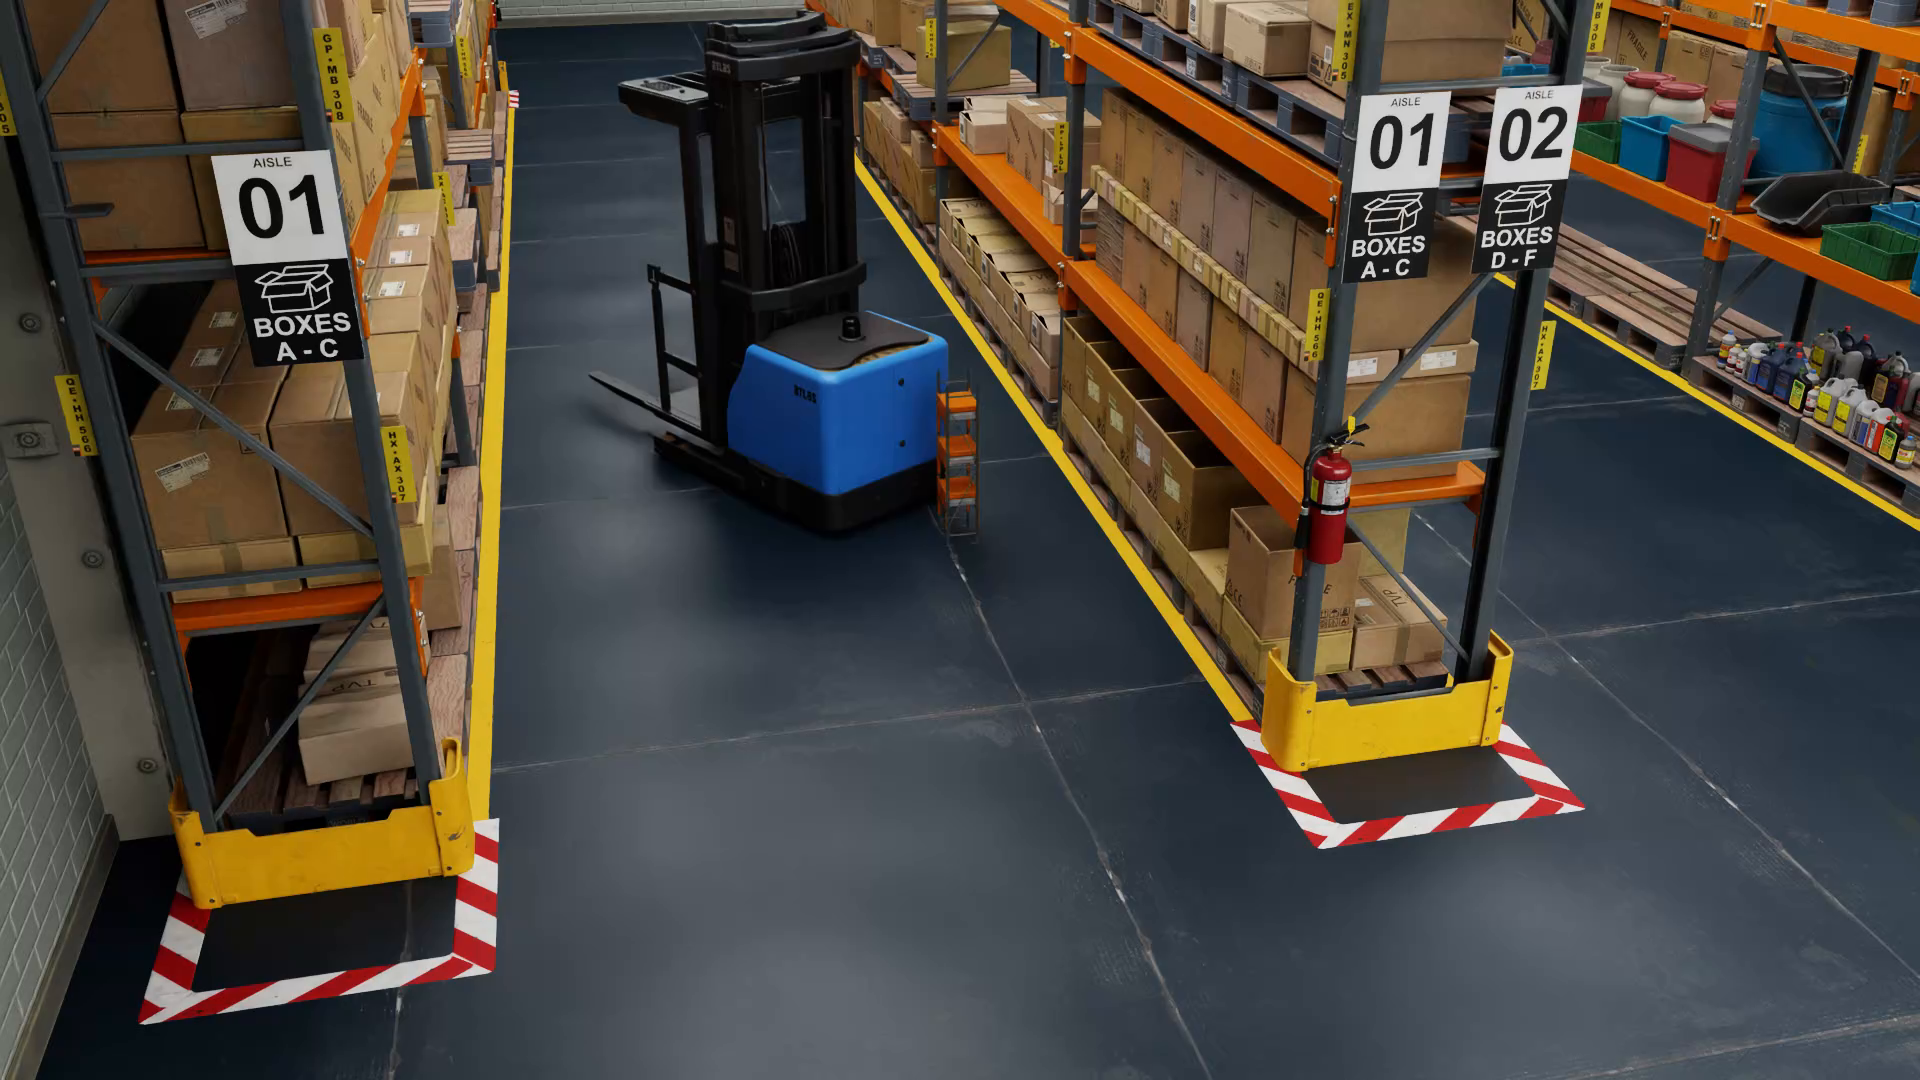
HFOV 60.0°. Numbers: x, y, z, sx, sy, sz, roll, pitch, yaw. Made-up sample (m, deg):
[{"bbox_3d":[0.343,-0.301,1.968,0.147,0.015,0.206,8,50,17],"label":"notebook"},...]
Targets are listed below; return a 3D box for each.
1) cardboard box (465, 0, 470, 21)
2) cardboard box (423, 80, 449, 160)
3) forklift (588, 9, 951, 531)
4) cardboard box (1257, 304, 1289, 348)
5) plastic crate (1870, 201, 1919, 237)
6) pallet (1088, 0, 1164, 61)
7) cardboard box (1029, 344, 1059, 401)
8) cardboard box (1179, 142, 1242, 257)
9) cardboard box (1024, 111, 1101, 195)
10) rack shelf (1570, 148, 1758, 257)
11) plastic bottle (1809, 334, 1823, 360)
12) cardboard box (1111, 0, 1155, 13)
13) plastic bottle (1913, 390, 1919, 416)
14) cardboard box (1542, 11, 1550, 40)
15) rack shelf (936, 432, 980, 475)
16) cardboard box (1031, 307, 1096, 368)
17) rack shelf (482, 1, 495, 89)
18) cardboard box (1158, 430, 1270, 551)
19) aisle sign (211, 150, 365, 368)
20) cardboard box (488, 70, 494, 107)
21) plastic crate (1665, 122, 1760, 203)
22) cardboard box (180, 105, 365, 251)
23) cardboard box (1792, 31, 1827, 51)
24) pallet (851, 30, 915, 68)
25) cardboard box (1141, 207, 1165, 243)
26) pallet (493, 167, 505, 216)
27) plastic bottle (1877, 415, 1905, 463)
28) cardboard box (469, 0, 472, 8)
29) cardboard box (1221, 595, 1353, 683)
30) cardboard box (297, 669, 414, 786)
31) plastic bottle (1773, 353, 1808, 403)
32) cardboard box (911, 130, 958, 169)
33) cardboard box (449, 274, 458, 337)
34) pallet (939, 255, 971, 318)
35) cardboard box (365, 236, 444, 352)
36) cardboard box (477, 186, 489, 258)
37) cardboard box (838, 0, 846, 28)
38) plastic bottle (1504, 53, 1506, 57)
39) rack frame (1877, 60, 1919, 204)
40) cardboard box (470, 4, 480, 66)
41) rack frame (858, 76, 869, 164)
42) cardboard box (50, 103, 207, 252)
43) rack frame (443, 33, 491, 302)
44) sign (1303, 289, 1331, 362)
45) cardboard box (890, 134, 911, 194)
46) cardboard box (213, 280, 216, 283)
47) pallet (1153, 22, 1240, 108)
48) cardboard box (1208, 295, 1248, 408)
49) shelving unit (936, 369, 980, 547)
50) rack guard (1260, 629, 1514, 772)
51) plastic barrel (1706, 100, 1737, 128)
[{"bbox_3d":[-4.870,-5.014,15.560,0.500,0.250,0.500,-5,27,-11],"label":"cardboard box"},{"bbox_3d":[-4.276,-3.159,12.580,0.700,0.500,0.500,-9,28,-16],"label":"cardboard box"},{"bbox_3d":[-1.438,-1.937,10.834,1.130,2.935,3.031,-23,35,-38],"label":"forklift"},{"bbox_3d":[1.695,-1.068,8.206,0.380,0.149,0.250,-6,27,-12],"label":"cardboard box"},{"bbox_3d":[6.524,-2.091,11.229,0.499,0.251,0.616,-6,27,-12],"label":"plastic crate"},{"bbox_3d":[1.401,-3.042,9.717,1.003,0.211,1.213,-6,27,-12],"label":"pallet"},{"bbox_3d":[0.807,-1.227,11.937,0.500,0.250,0.500,-6,27,-12],"label":"cardboard box"},{"bbox_3d":[1.629,-1.883,9.101,0.700,0.500,0.500,-6,27,-12],"label":"cardboard box"},{"bbox_3d":[0.794,-2.949,12.652,0.500,0.500,0.500,-6,27,-12],"label":"cardboard box"},{"bbox_3d":[5.559,-3.172,14.005,1.077,0.370,4.000,-6,27,-12],"label":"rack shelf"},{"bbox_3d":[6.395,-1.435,12.382,0.097,0.201,0.097,0,27,0],"label":"plastic bottle"},{"bbox_3d":[1.162,-3.179,9.367,0.500,0.311,0.500,-7,28,-14],"label":"cardboard box"},{"bbox_3d":[6.638,-0.962,11.445,0.097,0.201,0.097,0,27,0],"label":"plastic bottle"},{"bbox_3d":[8.558,-6.953,22.589,0.875,0.875,0.875,-6,27,-12],"label":"cardboard box"},{"bbox_3d":[-0.012,-0.483,10.065,0.215,0.259,0.240,-6,27,-12],"label":"rack shelf"},{"bbox_3d":[0.813,-1.473,11.803,0.500,0.311,0.500,-6,27,-12],"label":"cardboard box"},{"bbox_3d":[-5.896,-5.678,18.970,1.077,0.370,4.000,-6,27,-12],"label":"rack shelf"},{"bbox_3d":[1.434,-0.296,9.260,0.500,0.500,0.500,-6,27,-12],"label":"cardboard box"},{"bbox_3d":[-2.432,-1.013,6.043,0.394,0.787,0.004,-6,27,-12],"label":"aisle sign"},{"bbox_3d":[-5.865,-5.212,19.554,0.700,0.500,0.500,-7,28,-13],"label":"cardboard box"},{"bbox_3d":[5.603,-2.826,12.448,0.402,0.464,0.583,-6,27,-12],"label":"plastic crate"},{"bbox_3d":[-2.573,-1.418,6.269,0.500,0.500,0.500,-5,27,-10],"label":"cardboard box"},{"bbox_3d":[9.355,-5.558,17.821,0.500,0.500,0.500,-7,28,-13],"label":"cardboard box"},{"bbox_3d":[-0.546,-5.179,17.394,1.003,0.211,1.213,-6,27,-12],"label":"pallet"},{"bbox_3d":[1.286,-1.862,9.780,0.380,0.149,0.250,-7,28,-13],"label":"cardboard box"},{"bbox_3d":[-5.198,-3.546,17.040,1.003,0.211,1.213,-6,27,-12],"label":"pallet"},{"bbox_3d":[6.026,-0.654,10.744,0.061,0.283,0.133,-5,27,-10],"label":"plastic bottle"},{"bbox_3d":[-4.985,-5.238,16.004,0.500,0.250,0.500,-5,27,-10],"label":"cardboard box"},{"bbox_3d":[1.676,0.476,8.563,0.500,0.250,0.500,-6,27,-12],"label":"cardboard box"},{"bbox_3d":[-2.809,0.838,7.757,0.500,0.311,0.500,-9,28,-17],"label":"cardboard box"},{"bbox_3d":[5.830,-1.150,11.651,0.144,0.351,0.185,-7,28,-14],"label":"plastic bottle"},{"bbox_3d":[-0.174,-3.696,15.698,0.500,0.250,0.500,-5,27,-10],"label":"cardboard box"},{"bbox_3d":[-3.240,-1.374,9.788,0.500,0.250,0.500,-6,27,-11],"label":"cardboard box"},{"bbox_3d":[0.429,-2.260,14.493,1.003,0.211,1.213,-6,27,-12],"label":"pallet"},{"bbox_3d":[-3.013,-1.269,8.748,0.500,0.500,0.500,-7,28,-13],"label":"cardboard box"},{"bbox_3d":[-4.582,-2.929,14.645,0.750,0.750,0.750,-6,27,-12],"label":"cardboard box"},{"bbox_3d":[-1.100,-6.090,18.877,0.500,0.500,0.500,-5,27,-10],"label":"cardboard box"},{"bbox_3d":[5.296,-4.691,16.345,0.061,0.283,0.133,-6,27,-12],"label":"plastic bottle"},{"bbox_3d":[9.934,-4.875,16.579,1.000,3.000,0.127,-6,27,-12],"label":"rack frame"},{"bbox_3d":[-4.971,-4.908,16.181,0.500,0.500,0.500,-6,27,-11],"label":"cardboard box"},{"bbox_3d":[-0.620,-5.626,18.068,1.000,3.000,0.127,-6,27,-12],"label":"rack frame"},{"bbox_3d":[-3.081,-1.404,6.240,0.500,0.500,0.500,-4,27,-8],"label":"cardboard box"},{"bbox_3d":[-4.544,-3.366,13.589,1.000,3.000,0.127,-6,27,-12],"label":"rack frame"},{"bbox_3d":[1.553,-0.932,7.219,0.100,0.325,0.005,-6,27,-12],"label":"sign"},{"bbox_3d":[-0.398,-3.794,16.725,0.500,0.500,0.500,-7,28,-14],"label":"cardboard box"},{"bbox_3d":[-3.520,-1.212,8.634,0.500,0.500,0.500,-5,27,-10],"label":"cardboard box"},{"bbox_3d":[1.672,-2.507,8.658,1.003,0.211,1.213,-6,27,-12],"label":"pallet"},{"bbox_3d":[1.763,-1.058,8.906,0.700,0.500,0.500,-6,27,-11],"label":"cardboard box"},{"bbox_3d":[-0.012,-0.492,10.060,0.215,1.050,0.252,-6,27,-12],"label":"shelving unit"},{"bbox_3d":[2.090,0.768,8.173,1.175,0.500,0.348,-6,27,-12],"label":"rack guard"},{"bbox_3d":[6.008,-3.118,12.949,0.433,0.535,0.433,0,27,0],"label":"plastic barrel"}]
